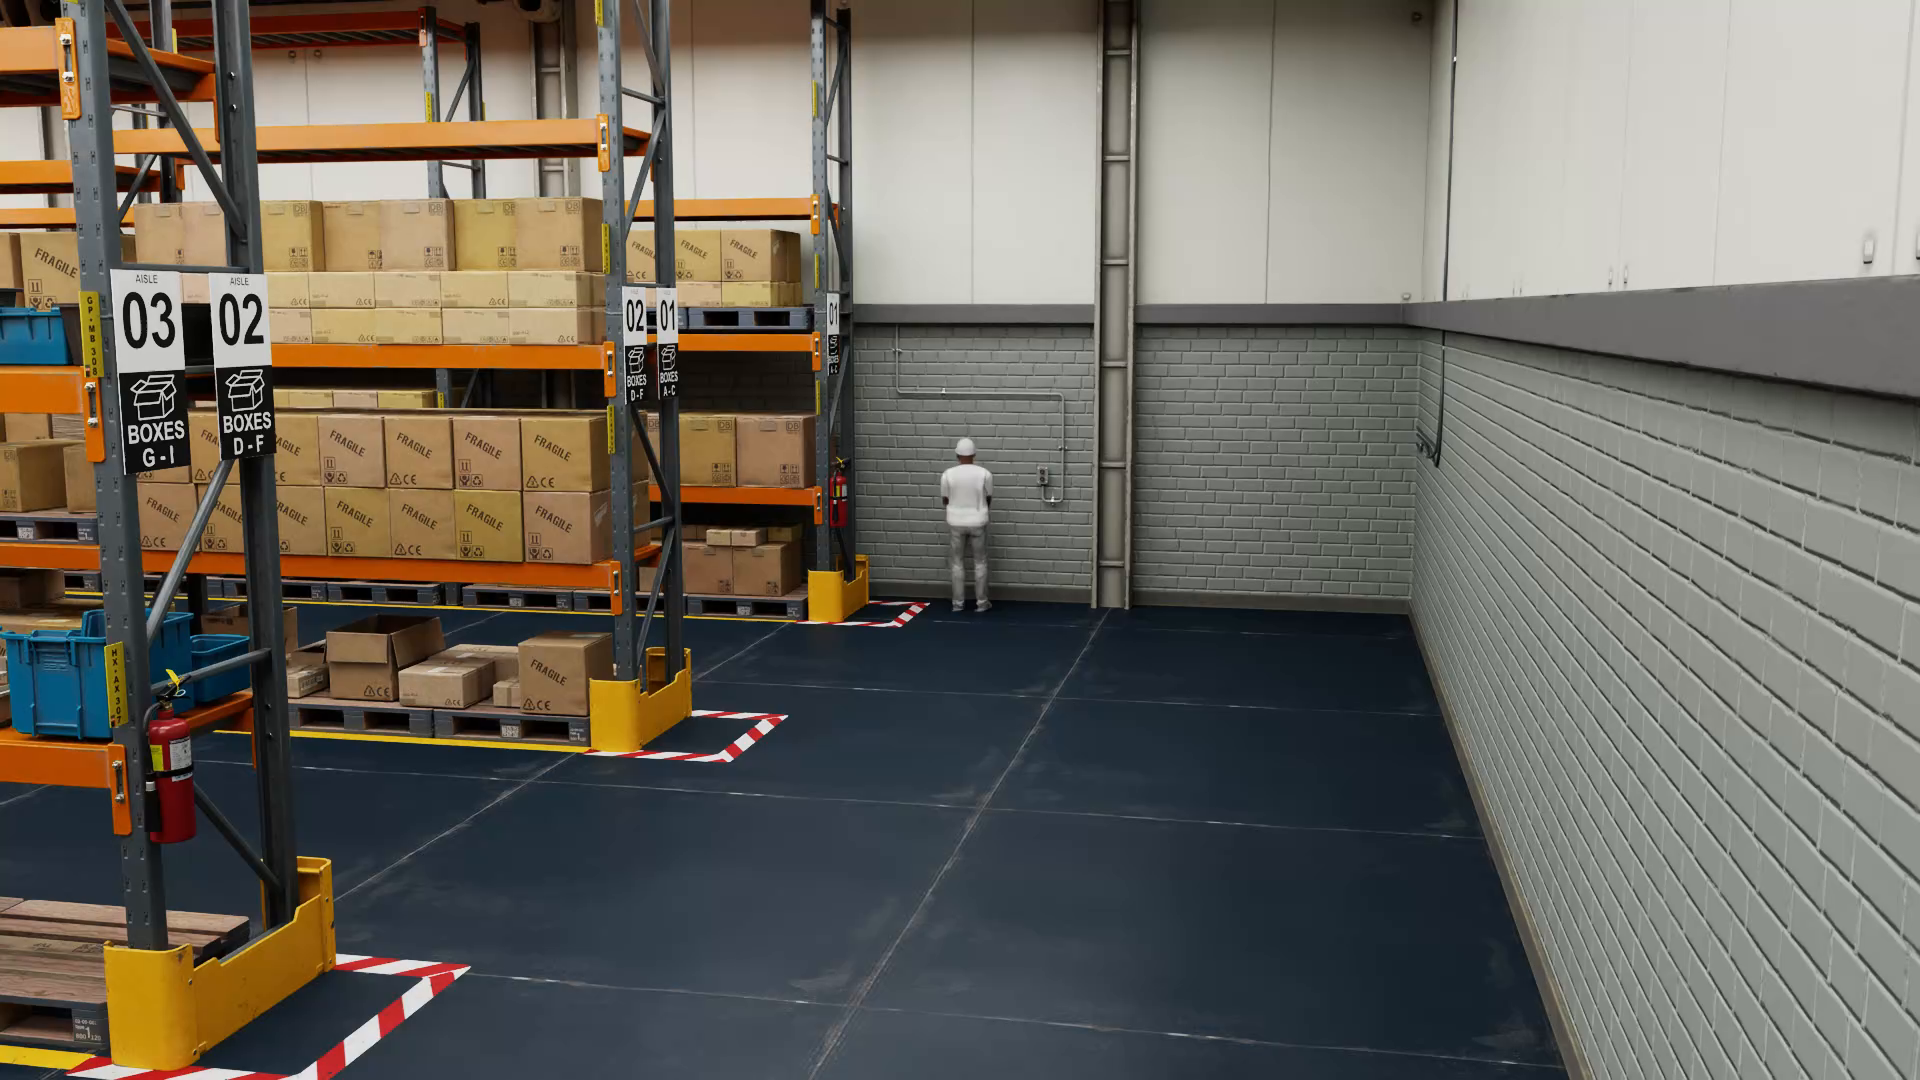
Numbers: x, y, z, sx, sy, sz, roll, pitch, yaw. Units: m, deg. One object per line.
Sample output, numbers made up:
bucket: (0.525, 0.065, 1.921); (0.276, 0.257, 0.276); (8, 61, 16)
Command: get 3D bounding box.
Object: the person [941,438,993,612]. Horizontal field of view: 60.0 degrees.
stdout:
person: (0.070, -0.167, 16.917); (0.530, 1.771, 0.566); (0, 8, 0)
